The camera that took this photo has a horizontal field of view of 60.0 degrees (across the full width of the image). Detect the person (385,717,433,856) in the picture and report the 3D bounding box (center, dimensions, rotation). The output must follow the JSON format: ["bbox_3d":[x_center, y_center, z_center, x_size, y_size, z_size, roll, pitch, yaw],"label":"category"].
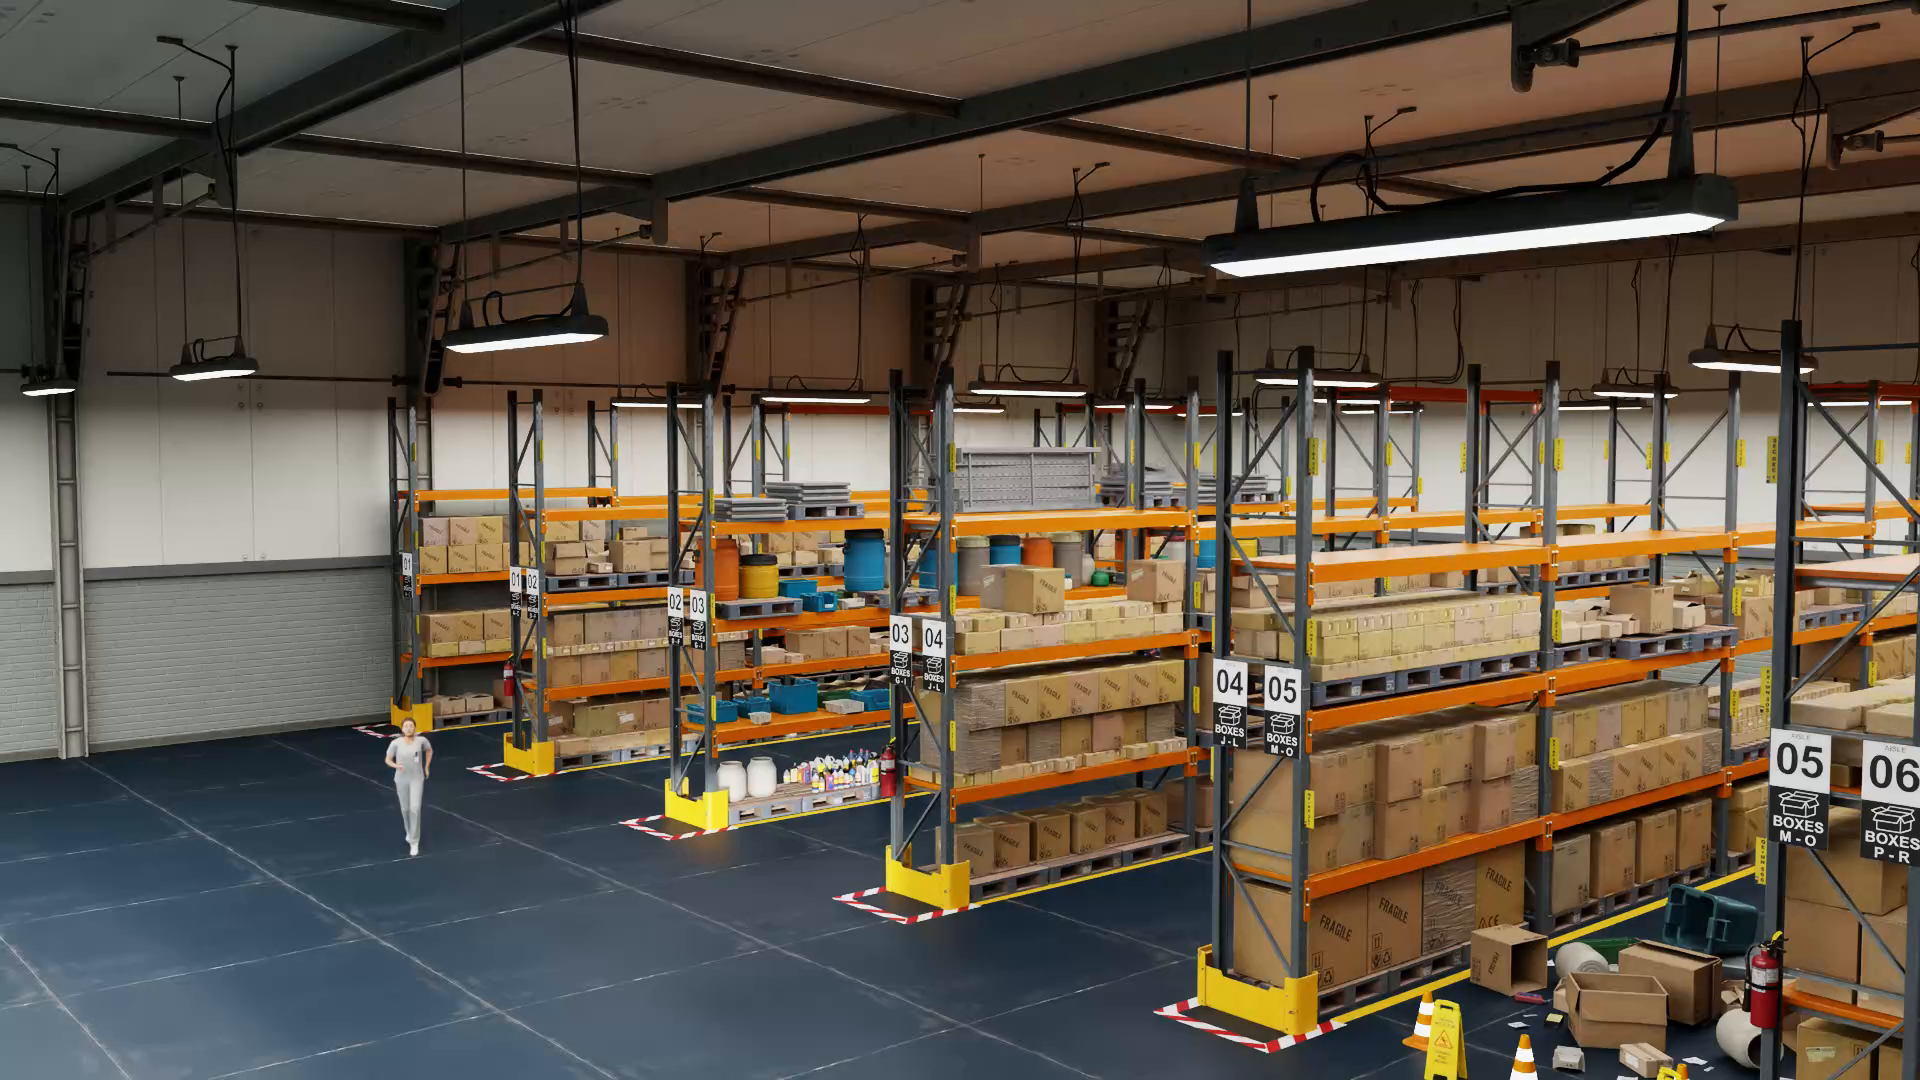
[{"bbox_3d":[-7.010,3.092,21.157,0.560,1.704,0.856,-1,3,-13],"label":"person"}]
